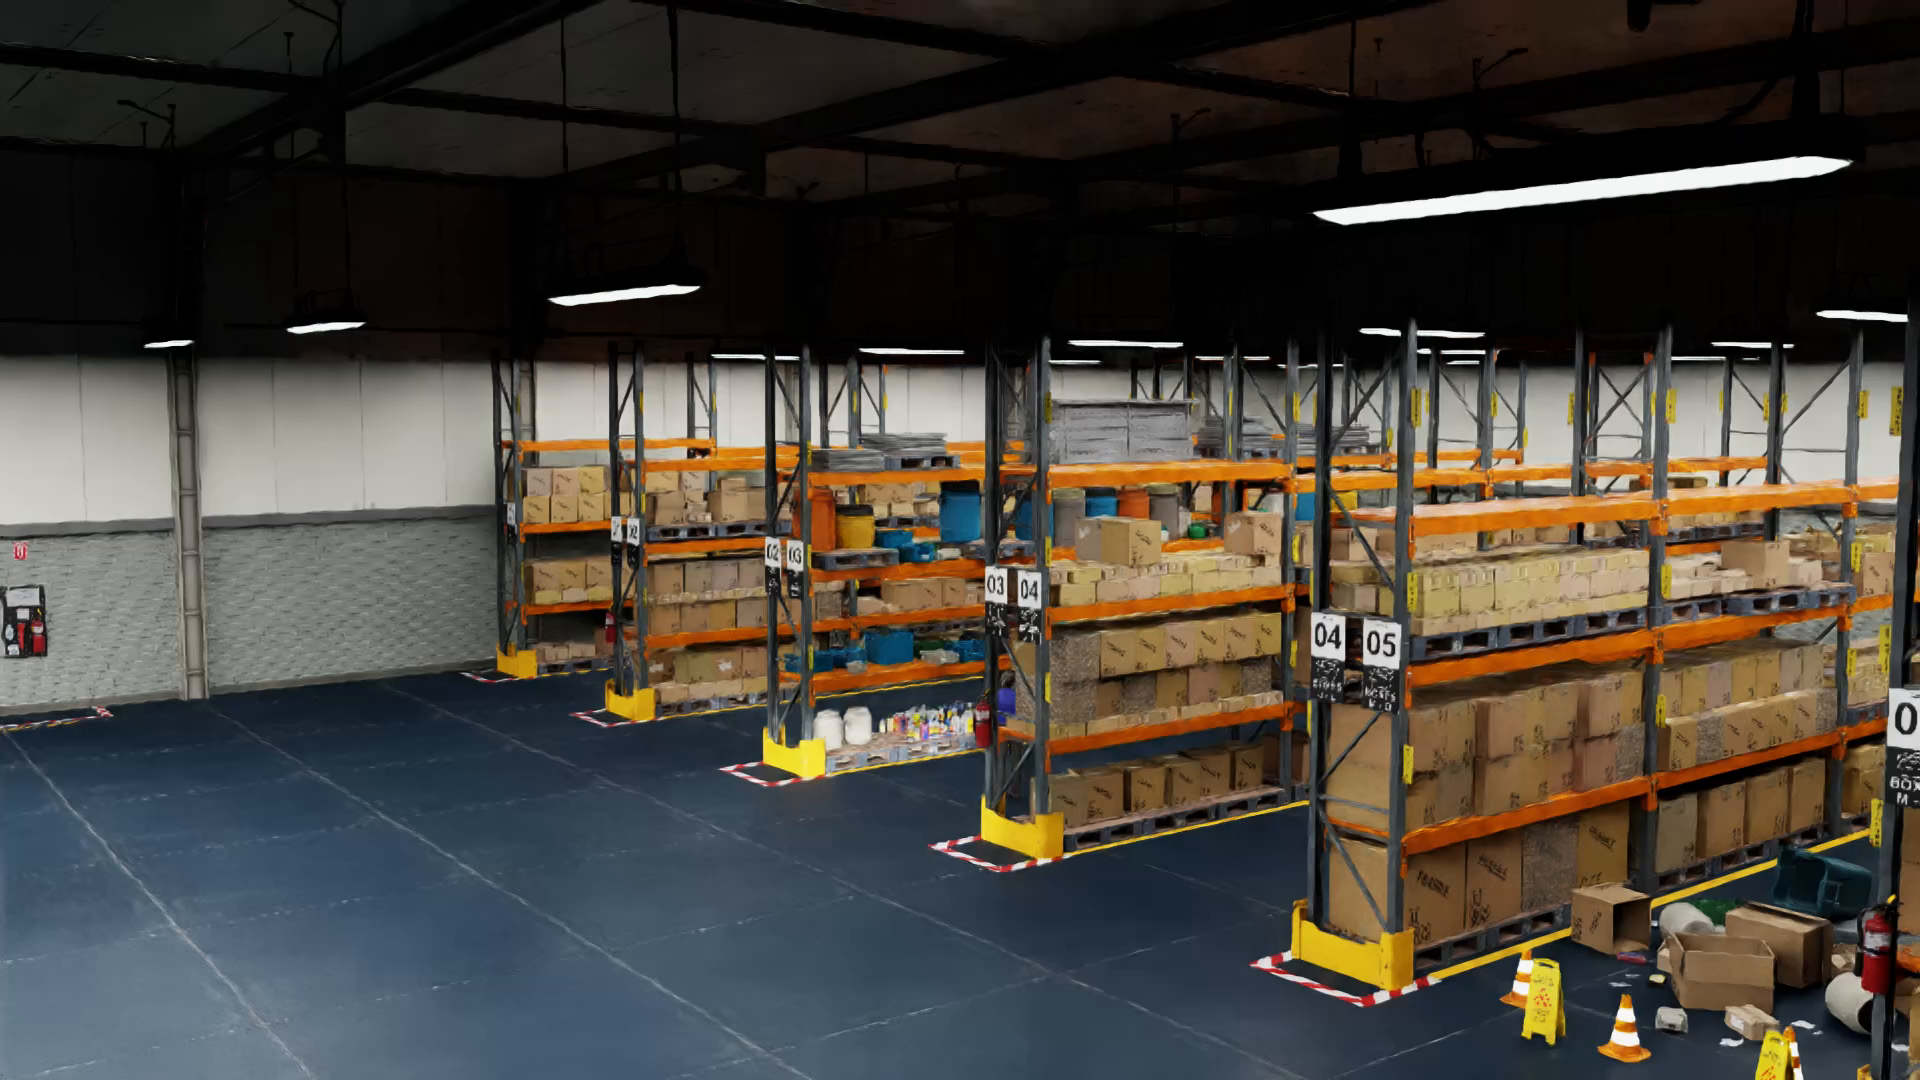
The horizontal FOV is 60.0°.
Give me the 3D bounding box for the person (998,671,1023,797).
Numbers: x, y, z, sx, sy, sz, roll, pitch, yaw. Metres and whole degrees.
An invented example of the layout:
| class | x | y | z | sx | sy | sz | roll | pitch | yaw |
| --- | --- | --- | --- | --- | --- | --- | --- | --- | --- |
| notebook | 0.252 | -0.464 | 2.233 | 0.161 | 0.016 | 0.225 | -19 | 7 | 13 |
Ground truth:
| class | x | y | z | sx | sy | sz | roll | pitch | yaw |
| --- | --- | --- | --- | --- | --- | --- | --- | --- | --- |
| person | 0.617 | 2.473 | 21.137 | 0.641 | 1.654 | 0.571 | -1 | 5 | -9 |
